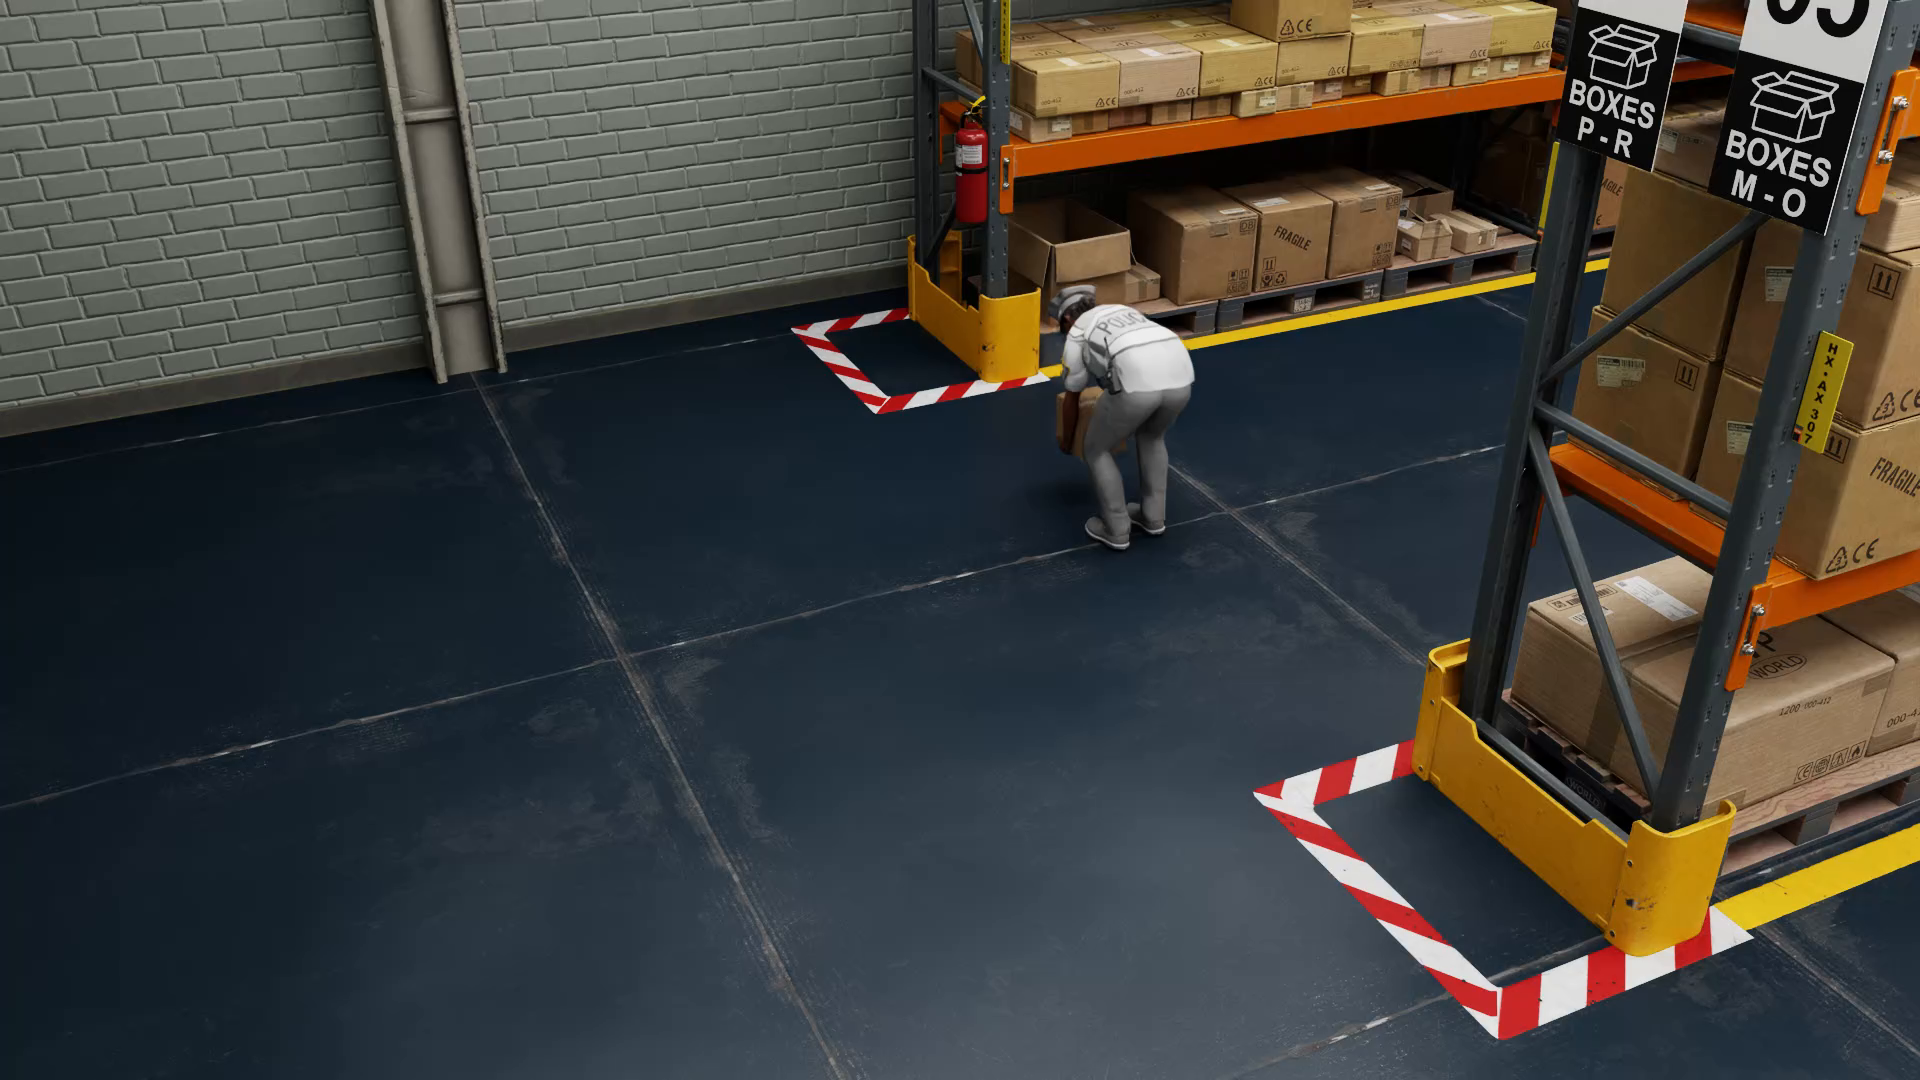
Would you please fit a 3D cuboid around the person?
[{"bbox_3d":[0.701,-0.583,7.769,0.422,1.061,0.942,-14,33,-24],"label":"person"}]
